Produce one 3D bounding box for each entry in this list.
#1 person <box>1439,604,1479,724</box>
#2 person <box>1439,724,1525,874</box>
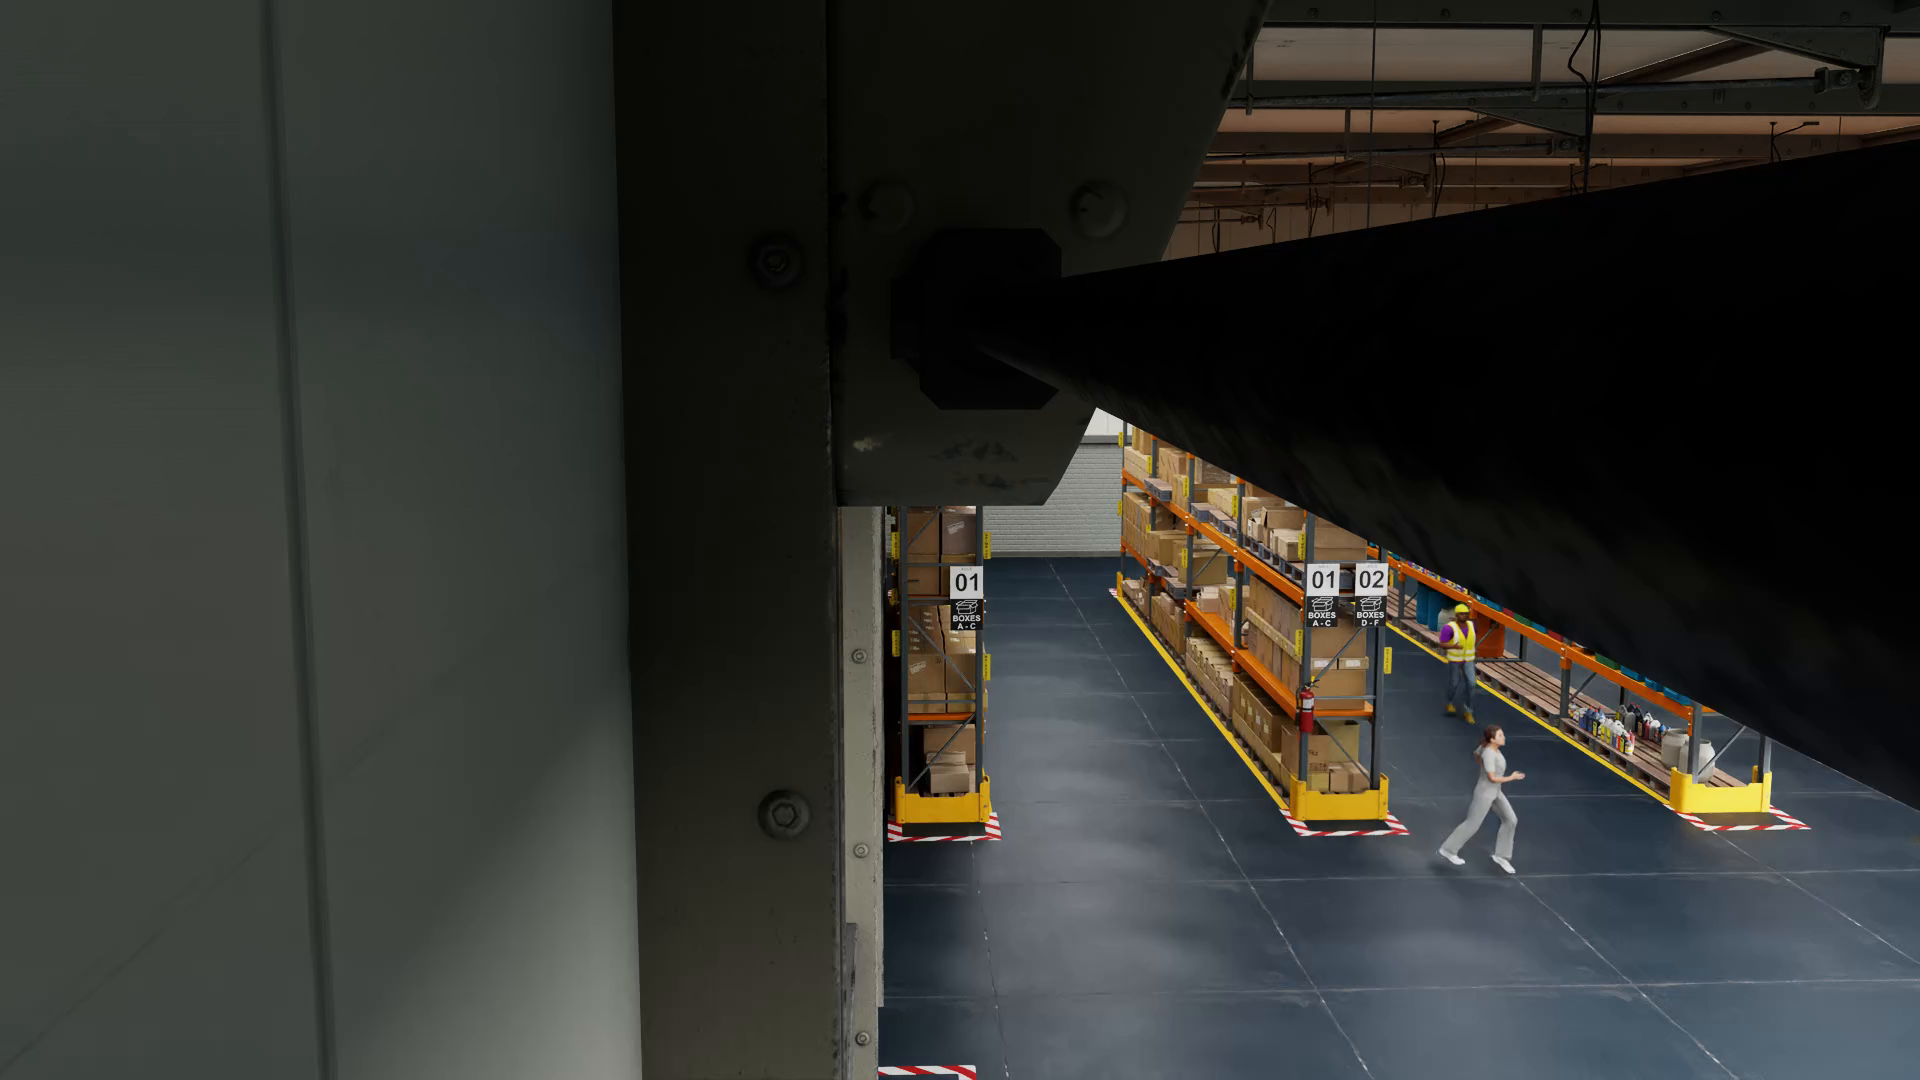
[{"bbox_3d":[7.671,1.884,25.537,0.676,1.830,0.787,0,8,-3],"label":"person"},{"bbox_3d":[5.888,2.893,18.704,0.885,1.710,0.576,4,9,28],"label":"person"}]
